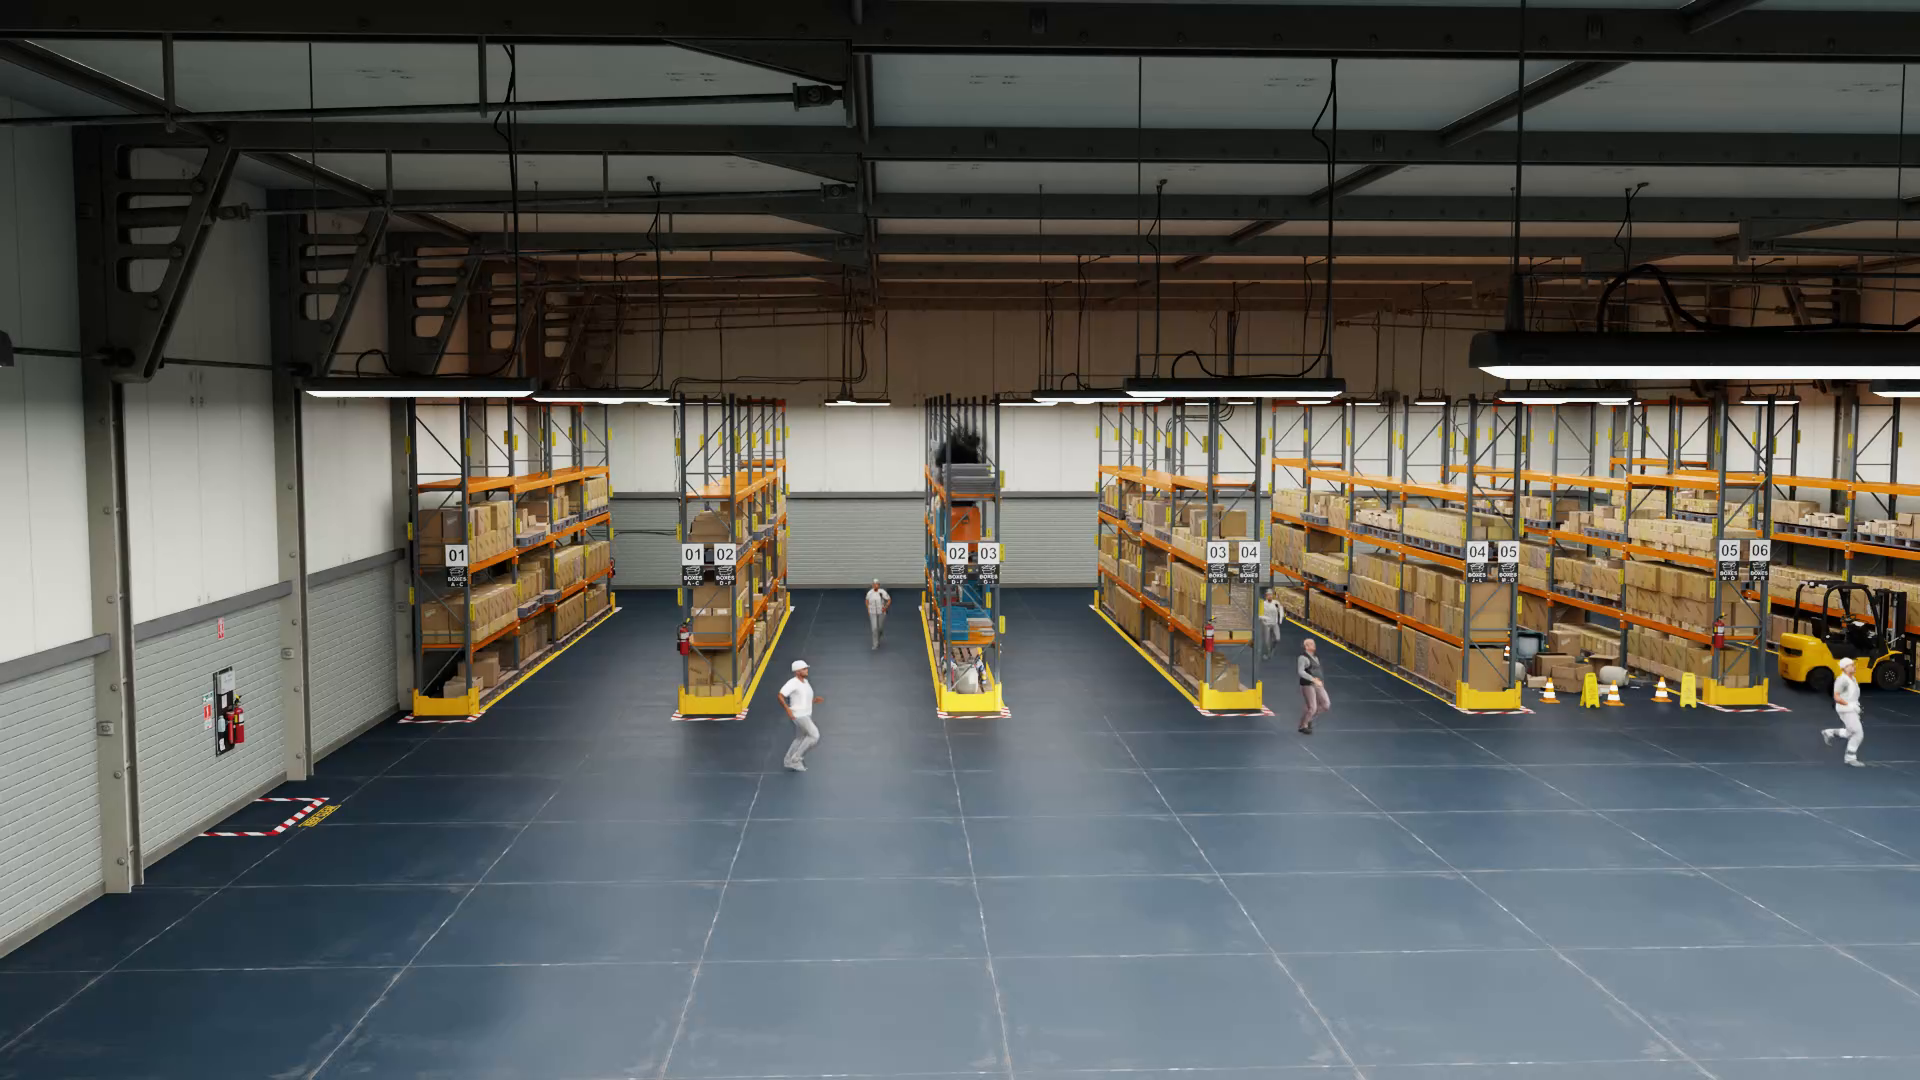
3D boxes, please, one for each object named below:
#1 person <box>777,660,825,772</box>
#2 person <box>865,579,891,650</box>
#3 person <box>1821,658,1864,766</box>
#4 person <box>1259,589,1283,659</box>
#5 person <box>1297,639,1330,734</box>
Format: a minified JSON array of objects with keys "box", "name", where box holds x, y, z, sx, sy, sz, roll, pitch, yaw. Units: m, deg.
[{"box":[-2.474,2.773,26.204,0.683,1.754,0.676,1,5,12],"name":"person"},{"box":[-1.959,1.771,39.817,0.625,1.688,0.722,0,5,5],"name":"person"},{"box":[14.250,2.752,26.818,0.675,1.725,0.676,4,6,41],"name":"person"},{"box":[7.036,1.910,37.580,0.630,1.646,0.758,0,5,-3],"name":"person"},{"box":[6.214,2.572,29.268,0.672,1.676,0.551,-4,6,-45],"name":"person"}]
